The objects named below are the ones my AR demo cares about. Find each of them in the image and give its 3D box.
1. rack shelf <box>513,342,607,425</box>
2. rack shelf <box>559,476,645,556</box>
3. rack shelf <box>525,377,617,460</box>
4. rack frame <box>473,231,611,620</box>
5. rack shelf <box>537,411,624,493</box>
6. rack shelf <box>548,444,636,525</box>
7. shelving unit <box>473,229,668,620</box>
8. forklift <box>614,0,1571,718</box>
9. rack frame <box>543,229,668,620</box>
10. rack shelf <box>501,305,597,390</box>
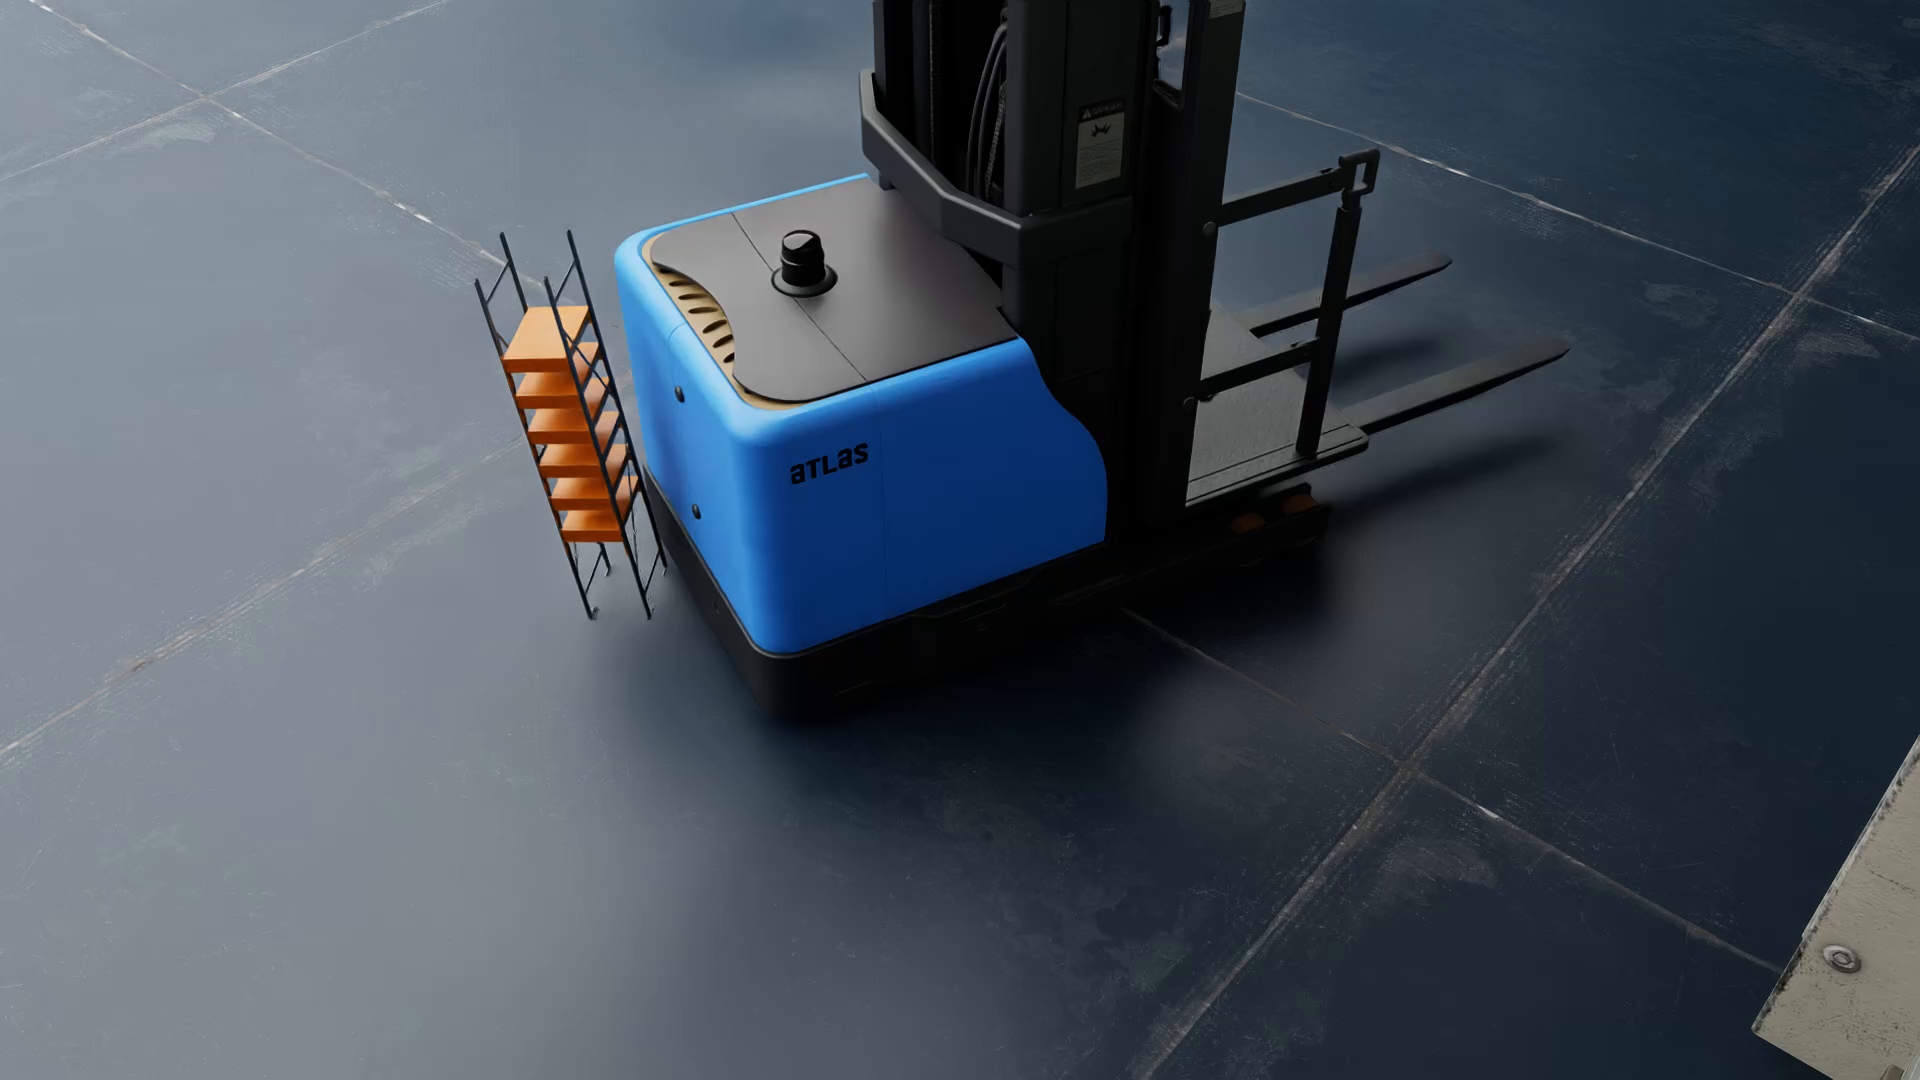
[{"bbox_3d":[-1.083,-0.431,4.533,0.180,0.103,0.258,0,42,8],"label":"rack shelf"},{"bbox_3d":[-1.037,-0.075,4.851,0.180,0.103,0.258,0,42,8],"label":"rack shelf"},{"bbox_3d":[-1.072,-0.342,4.613,0.180,0.103,0.258,0,42,8],"label":"rack shelf"},{"bbox_3d":[-1.155,-0.285,4.675,0.006,1.200,0.240,0,42,8],"label":"rack frame"},{"bbox_3d":[-1.060,-0.253,4.692,0.180,0.103,0.258,0,42,8],"label":"rack shelf"},{"bbox_3d":[-1.049,-0.164,4.772,0.180,0.103,0.258,0,42,8],"label":"rack shelf"},{"bbox_3d":[-1.064,-0.286,4.663,0.189,1.200,0.258,0,42,8],"label":"shelving unit"},{"bbox_3d":[0.580,-1.298,4.499,3.031,2.935,1.130,-19,46,-20],"label":"forklift"},{"bbox_3d":[-0.974,-0.287,4.650,0.006,1.200,0.240,0,42,8],"label":"rack frame"},{"bbox_3d":[-1.094,-0.520,4.453,0.180,0.103,0.258,0,42,8],"label":"rack shelf"}]
